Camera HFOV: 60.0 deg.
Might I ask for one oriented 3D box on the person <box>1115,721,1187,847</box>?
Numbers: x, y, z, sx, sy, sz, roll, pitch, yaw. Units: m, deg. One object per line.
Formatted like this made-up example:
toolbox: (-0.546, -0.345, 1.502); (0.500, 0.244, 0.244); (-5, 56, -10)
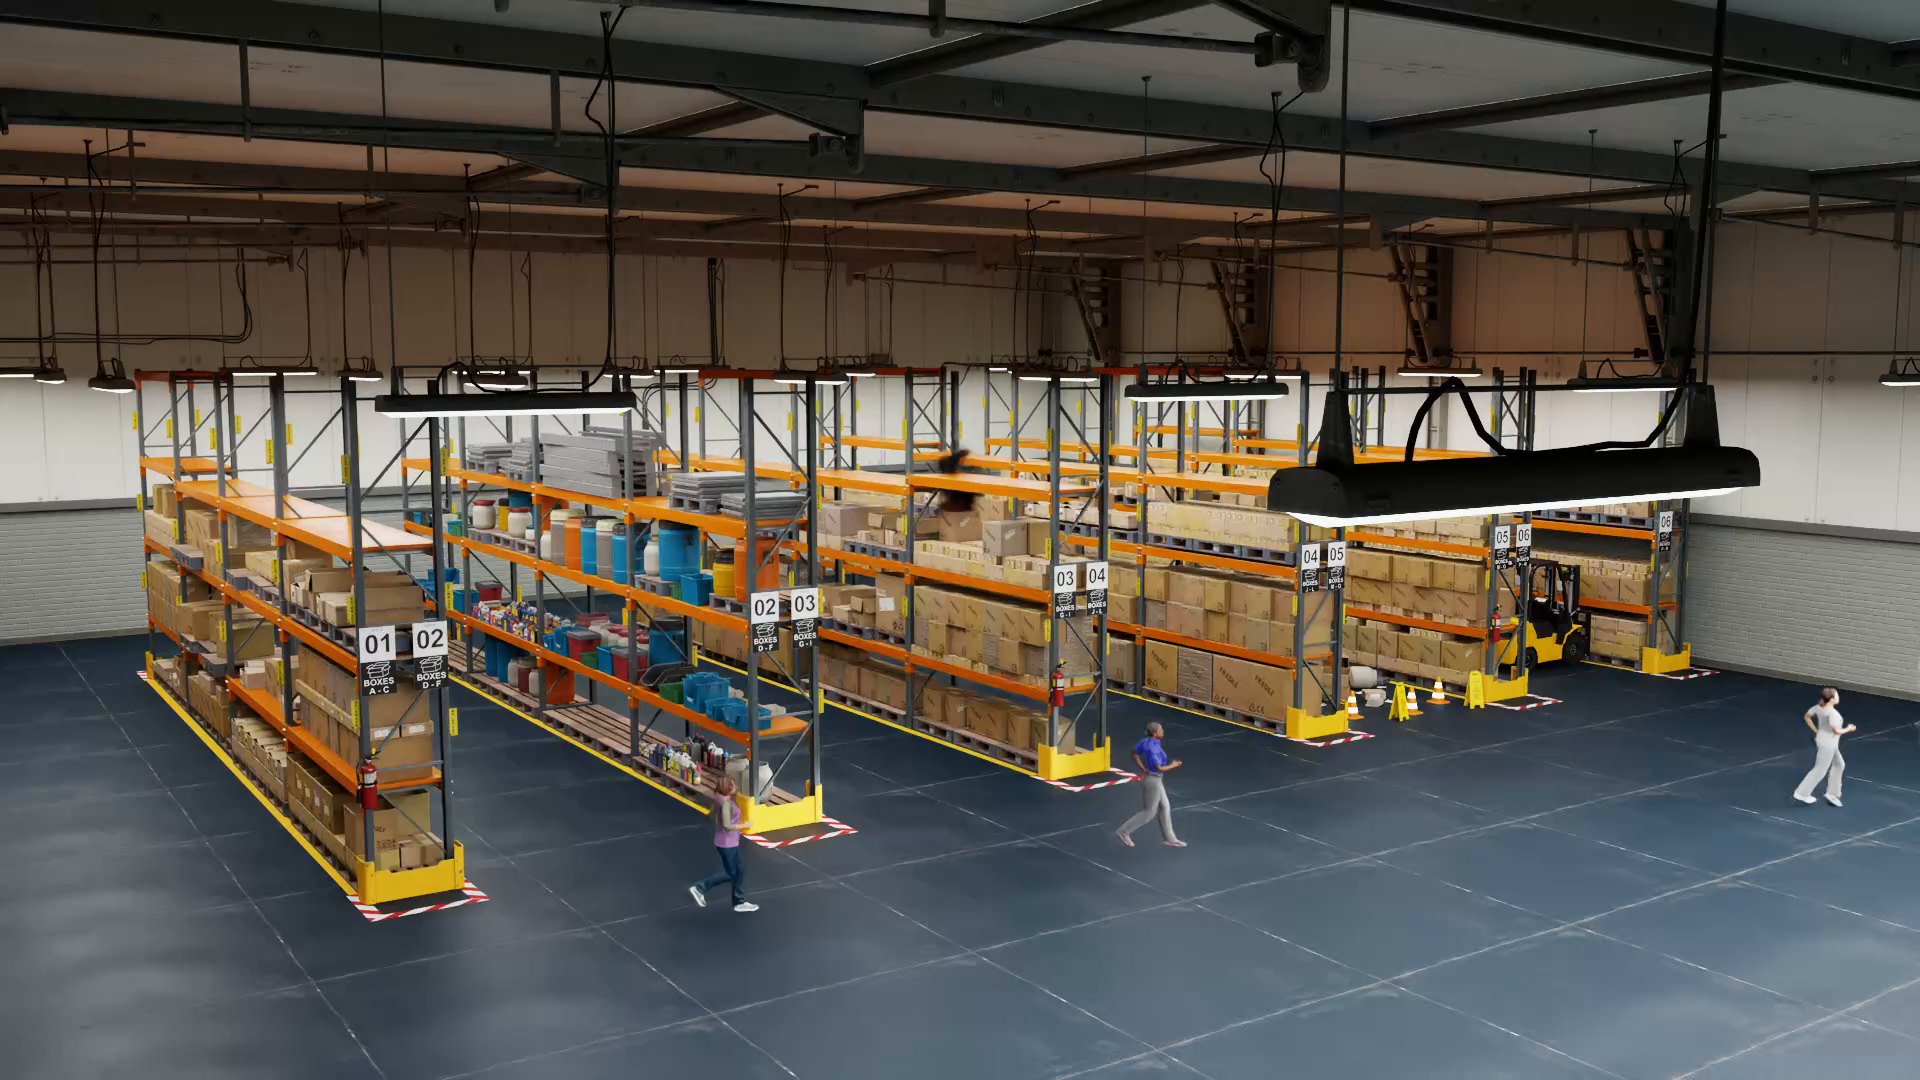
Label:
person: (2.433, 3.108, 21.135); (0.938, 1.640, 0.594); (0, 6, -4)

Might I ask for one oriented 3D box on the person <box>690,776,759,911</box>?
person: (-2.667, 3.429, 18.747); (0.763, 1.566, 0.541); (-1, 7, -11)

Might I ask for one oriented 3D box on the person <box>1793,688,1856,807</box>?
person: (12.032, 2.900, 23.138); (0.765, 1.727, 0.547); (1, 7, 9)
